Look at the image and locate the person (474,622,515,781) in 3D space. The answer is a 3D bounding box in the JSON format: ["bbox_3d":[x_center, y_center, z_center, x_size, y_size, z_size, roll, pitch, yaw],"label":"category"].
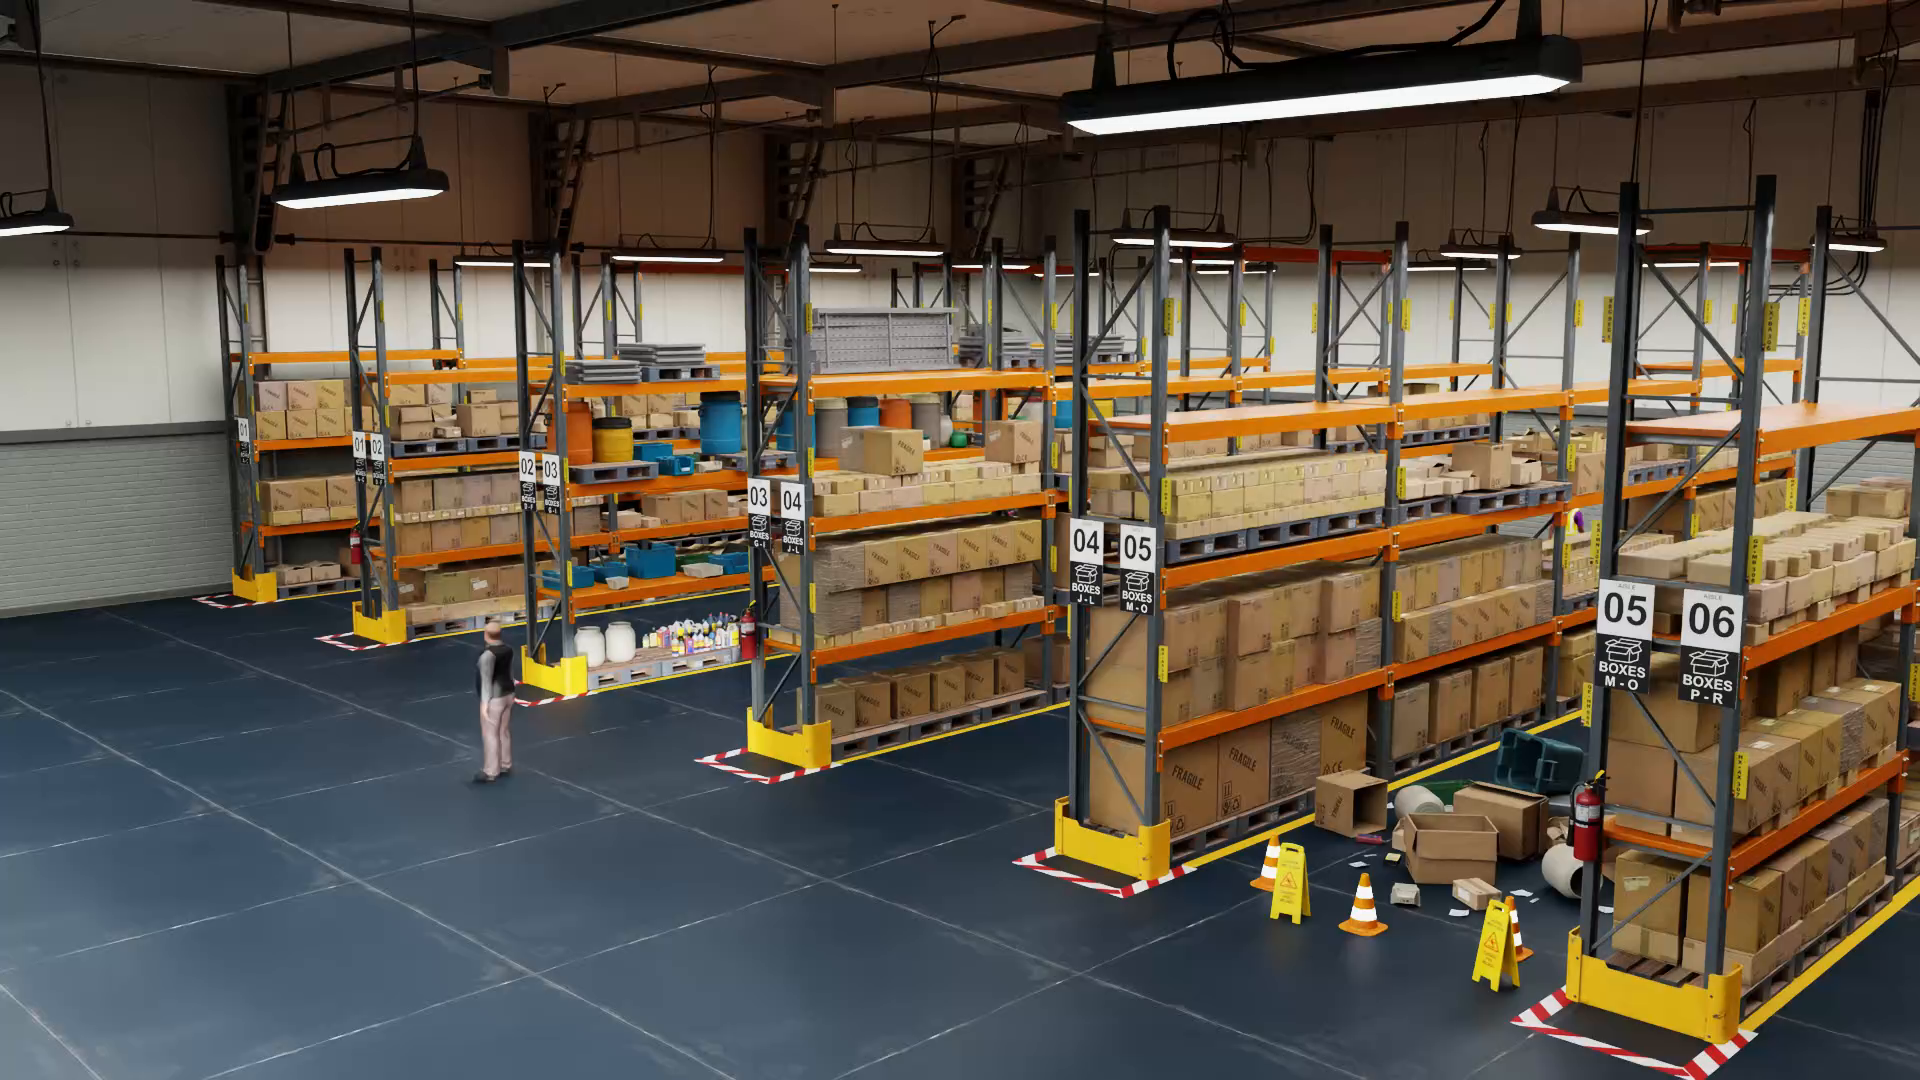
[{"bbox_3d":[-5.104,1.742,18.171,0.431,1.726,0.569,2,8,13],"label":"person"}]

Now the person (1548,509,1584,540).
[{"bbox_3d":[11.116,-0.004,30.480,0.675,1.727,0.926,4,9,29],"label":"person"}]
